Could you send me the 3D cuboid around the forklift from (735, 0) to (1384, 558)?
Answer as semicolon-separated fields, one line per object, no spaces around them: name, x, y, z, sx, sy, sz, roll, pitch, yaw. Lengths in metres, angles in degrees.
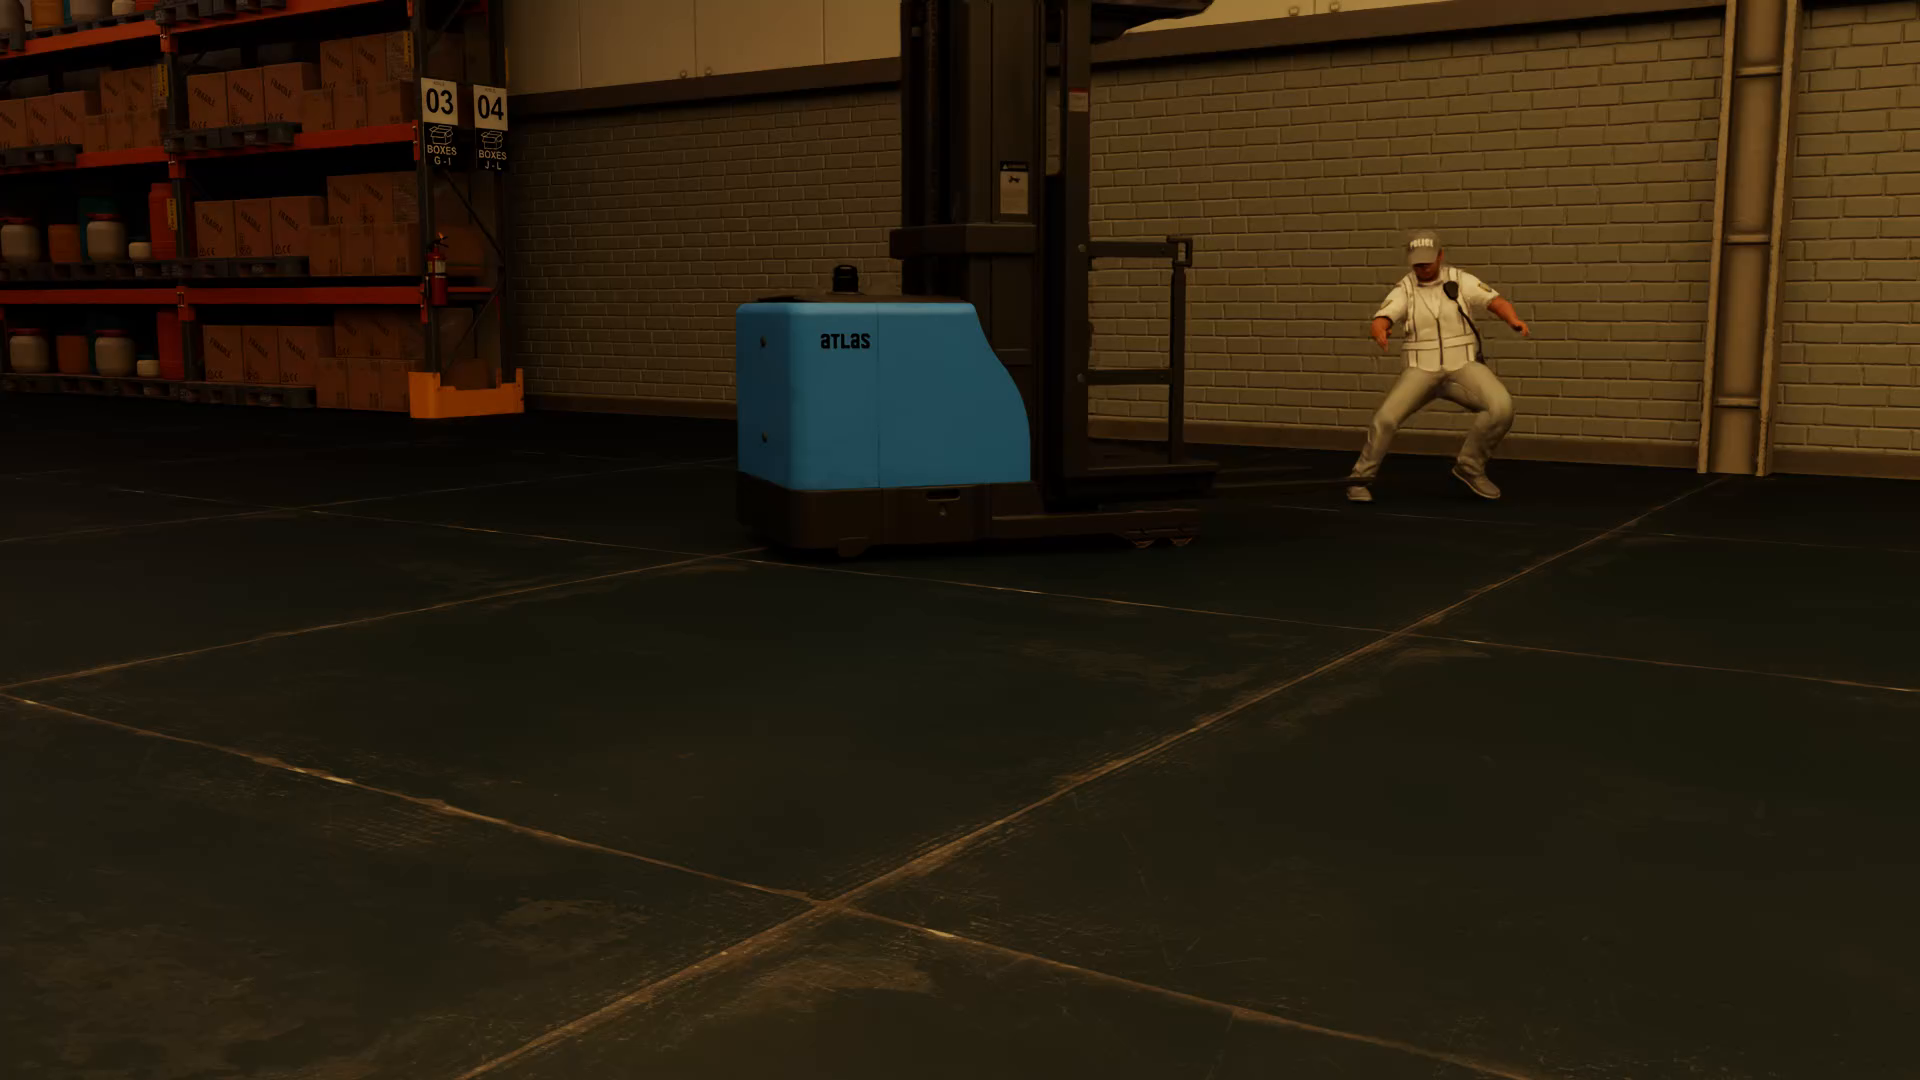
forklift;0.532;-1.486;7.642;3.031;2.935;1.130;-3;9;-22

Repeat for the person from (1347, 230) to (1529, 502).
person;2.573;-0.935;8.969;0.908;1.463;0.726;2;8;14
